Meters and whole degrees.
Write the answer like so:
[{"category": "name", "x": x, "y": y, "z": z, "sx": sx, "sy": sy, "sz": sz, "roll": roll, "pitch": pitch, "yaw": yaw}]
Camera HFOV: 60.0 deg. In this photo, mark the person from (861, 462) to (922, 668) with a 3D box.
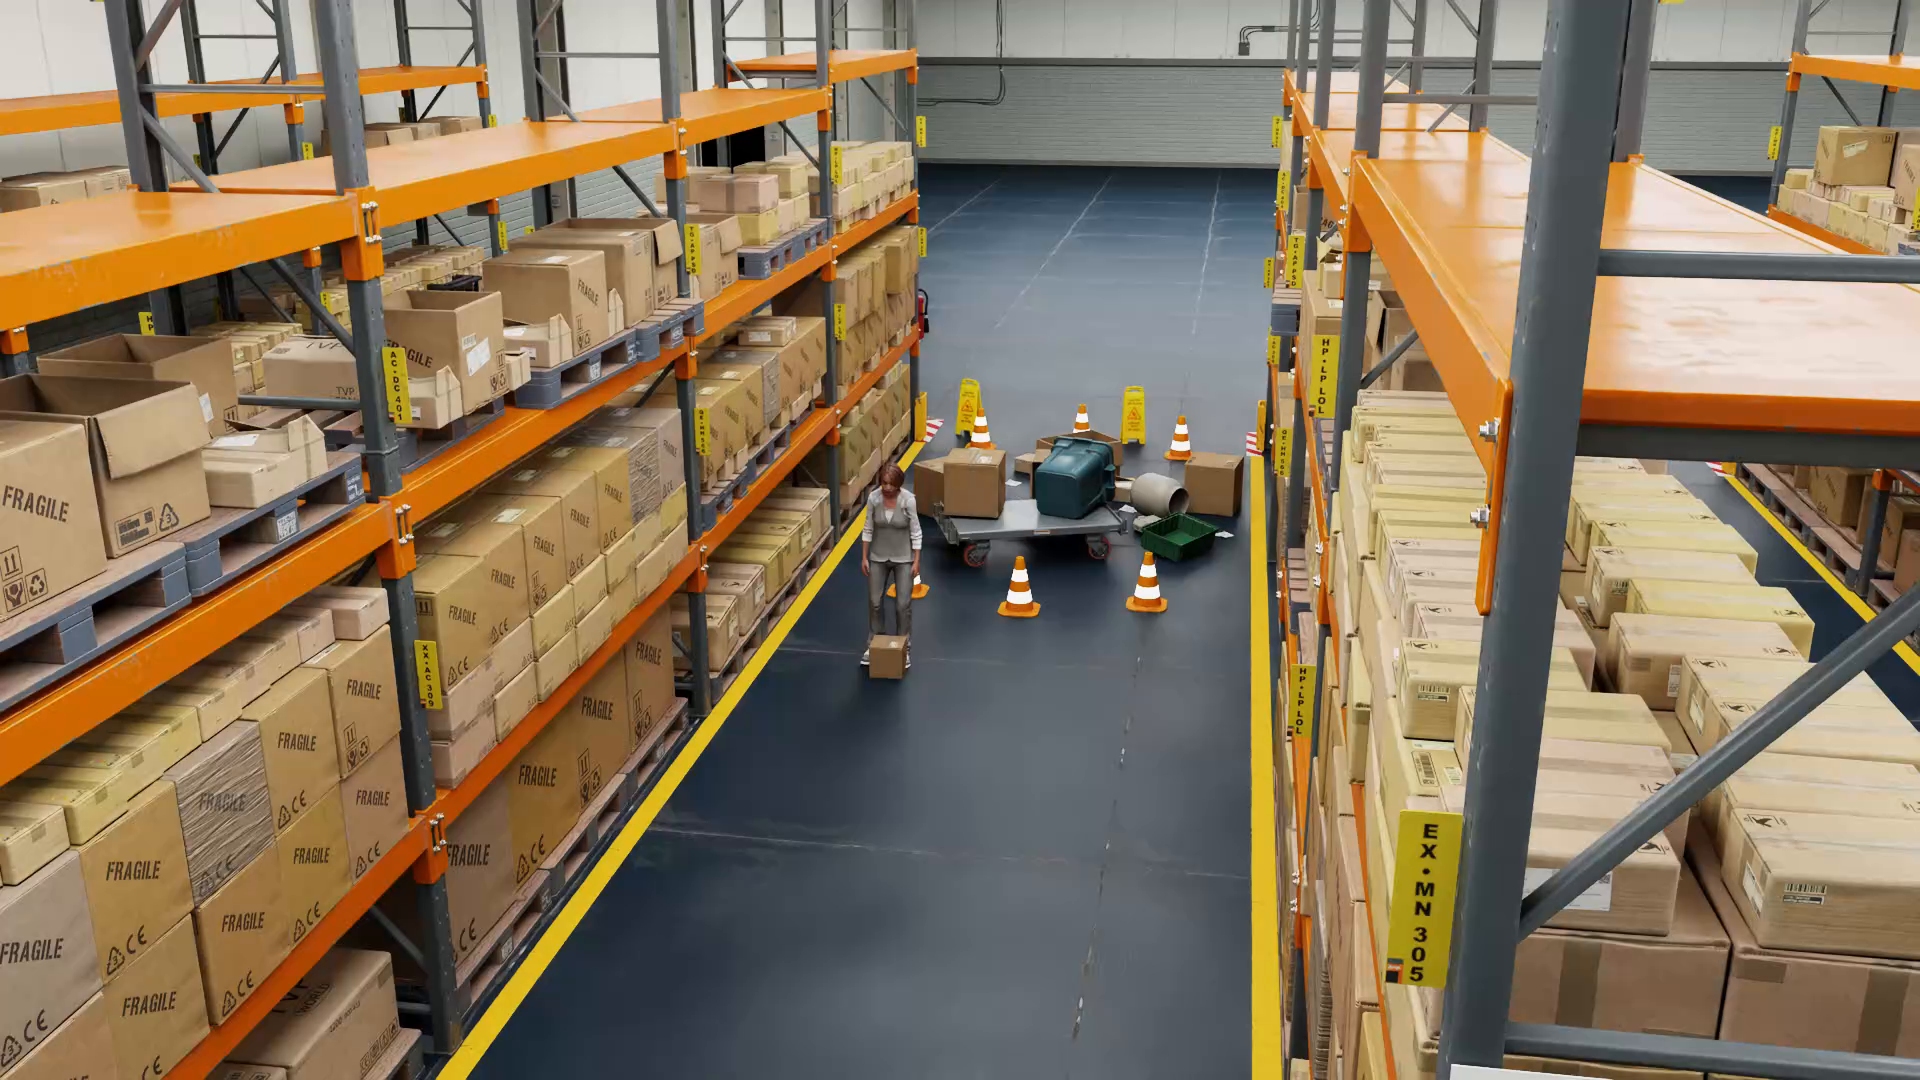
[{"category": "person", "x": -0.516, "y": 0.179, "z": 12.544, "sx": 0.461, "sy": 1.582, "sz": 0.365, "roll": 3, "pitch": 18, "yaw": 9}]
